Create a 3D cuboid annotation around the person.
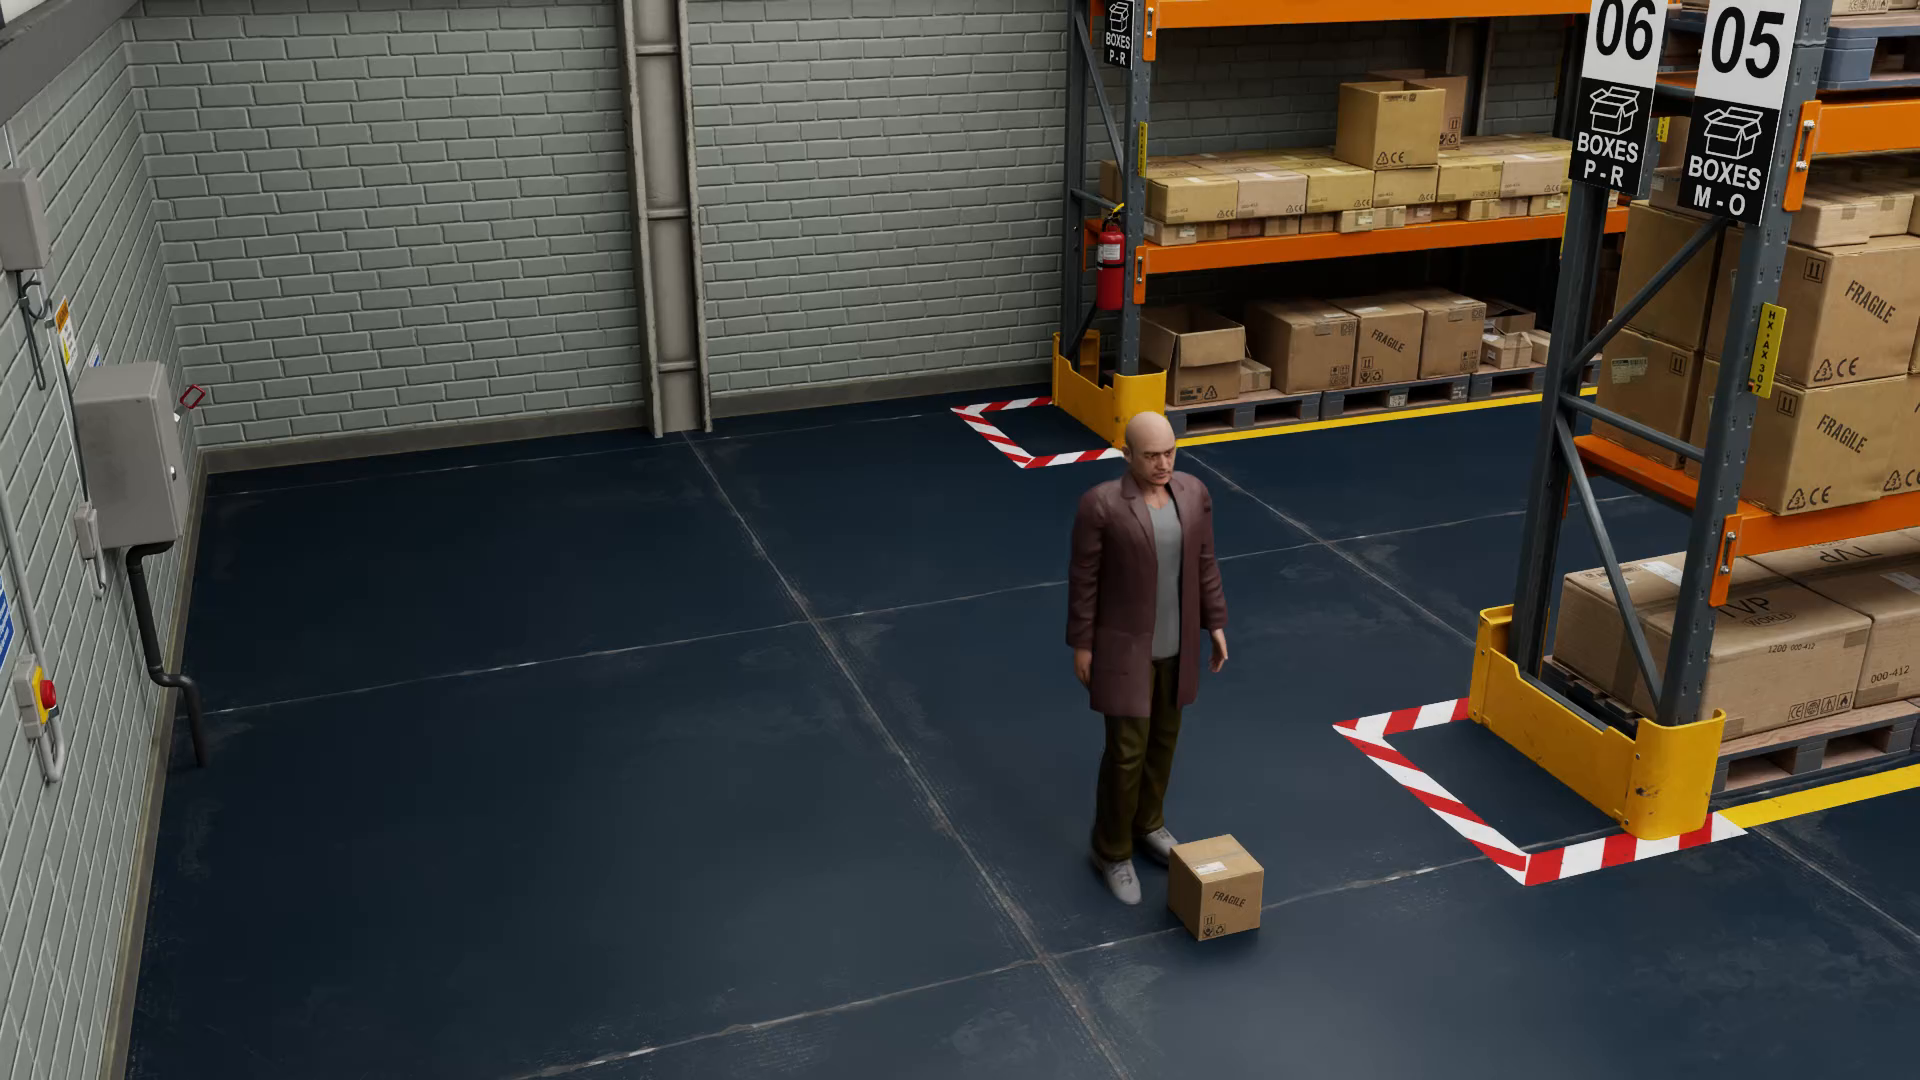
[{"bbox_3d":[0.751,0.428,6.110,0.625,1.833,0.495,-11,25,-24],"label":"person"}]
